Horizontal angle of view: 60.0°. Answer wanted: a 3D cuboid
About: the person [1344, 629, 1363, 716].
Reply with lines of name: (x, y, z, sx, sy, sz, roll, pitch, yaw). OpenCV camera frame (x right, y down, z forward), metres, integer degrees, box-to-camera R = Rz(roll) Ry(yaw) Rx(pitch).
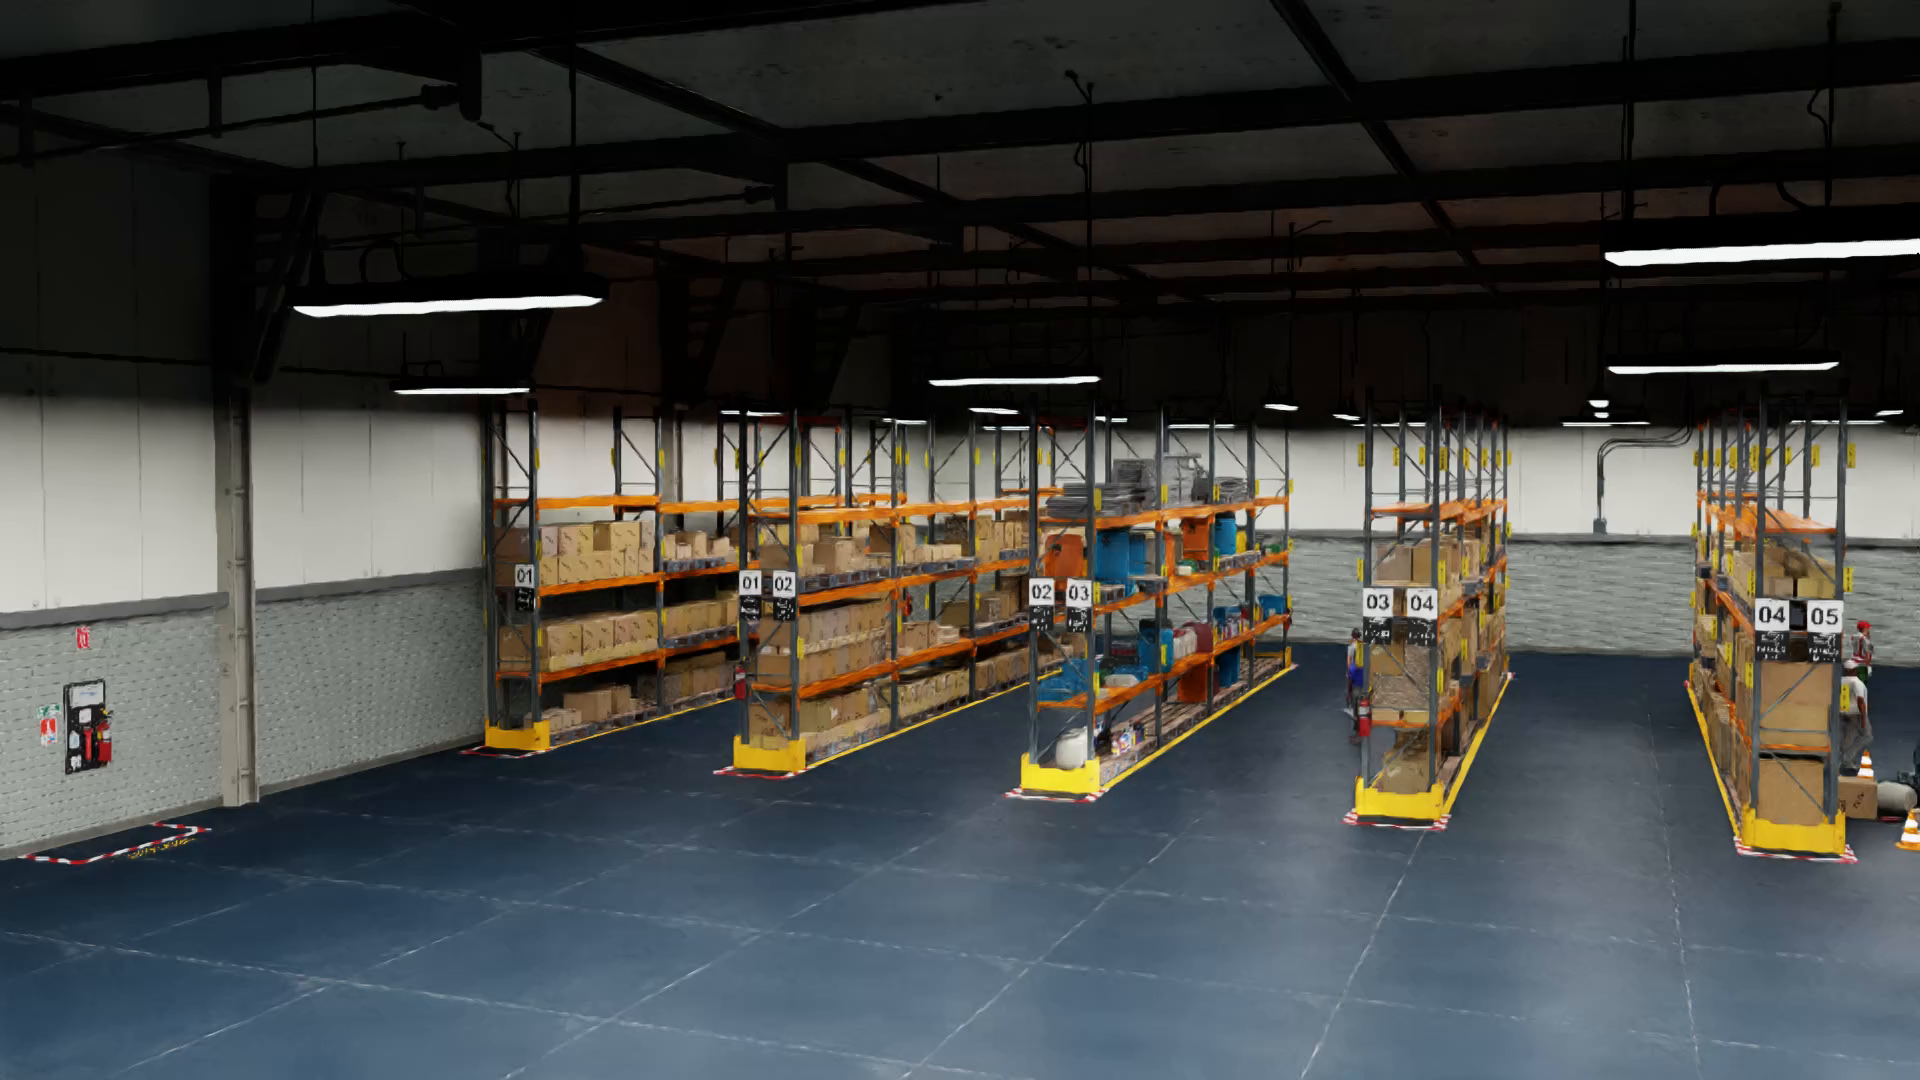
person: (7.674, 2.555, 32.356, 0.580, 1.666, 0.575, 3, 4, 45)

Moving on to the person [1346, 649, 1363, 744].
person: (6.981, 2.720, 29.237, 0.574, 1.652, 0.545, -2, 4, -41)

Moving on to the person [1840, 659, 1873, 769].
person: (14.332, 2.771, 26.697, 0.456, 1.702, 0.607, 0, 3, -9)

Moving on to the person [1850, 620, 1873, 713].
person: (17.803, 2.472, 32.746, 0.468, 1.794, 0.625, 0, 3, 3)
